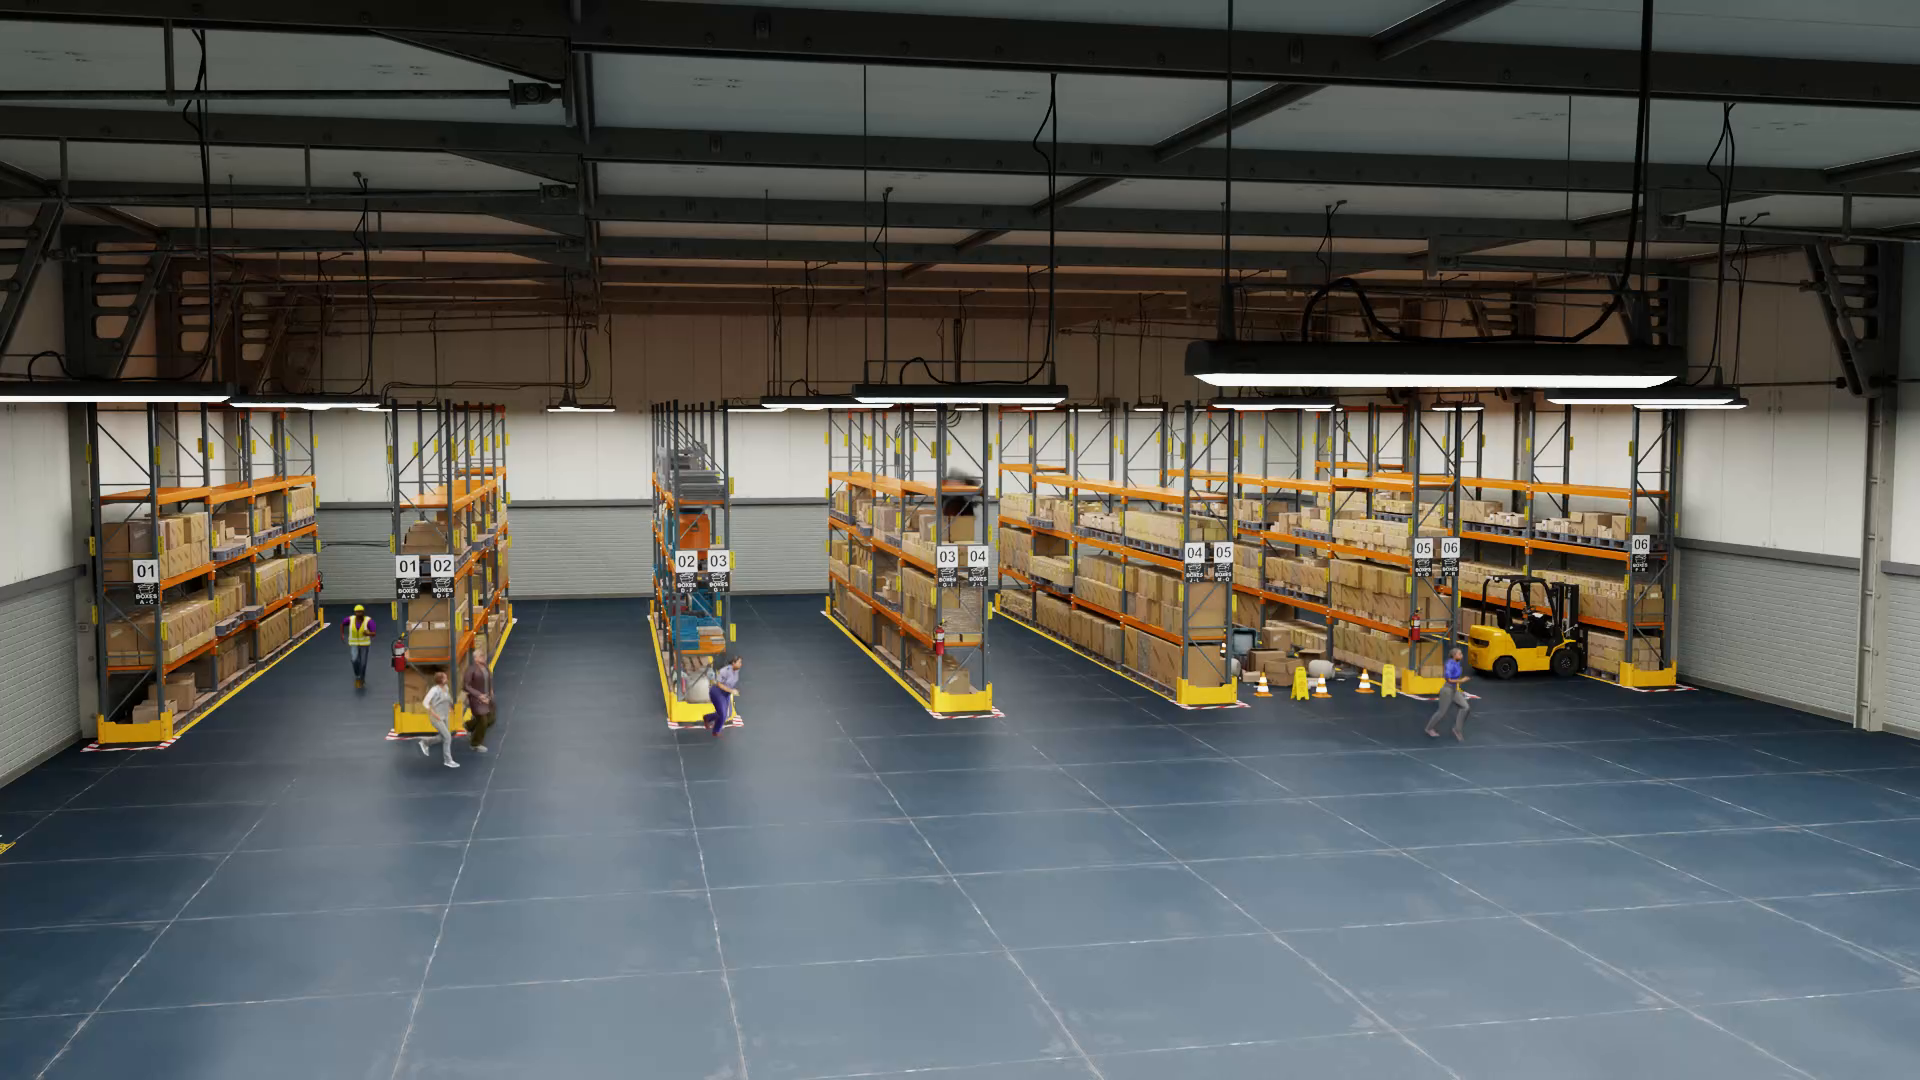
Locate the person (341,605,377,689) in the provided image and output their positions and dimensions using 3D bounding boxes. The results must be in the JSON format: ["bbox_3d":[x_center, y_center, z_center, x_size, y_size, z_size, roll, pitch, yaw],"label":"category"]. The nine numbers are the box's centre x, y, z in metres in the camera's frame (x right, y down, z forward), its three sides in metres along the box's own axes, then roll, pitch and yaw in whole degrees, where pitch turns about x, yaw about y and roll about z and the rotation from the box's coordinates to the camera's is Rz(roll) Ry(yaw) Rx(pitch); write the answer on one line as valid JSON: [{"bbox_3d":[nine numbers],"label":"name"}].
[{"bbox_3d":[-12.592,2.222,34.830,0.733,1.755,0.812,-1,4,-16],"label":"person"}]

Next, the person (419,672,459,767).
[{"bbox_3d":[-8.516,2.917,27.044,0.695,1.576,0.559,1,4,16],"label":"person"}]

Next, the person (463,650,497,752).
[{"bbox_3d":[-8.205,2.730,28.322,0.706,1.750,0.732,2,5,23],"label":"person"}]

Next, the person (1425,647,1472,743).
[{"bbox_3d":[8.579,2.756,29.197,0.829,1.586,0.599,3,5,36],"label":"person"}]

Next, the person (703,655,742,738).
[{"bbox_3d":[-4.207,2.773,29.565,0.816,1.502,0.624,2,5,25],"label":"person"}]
